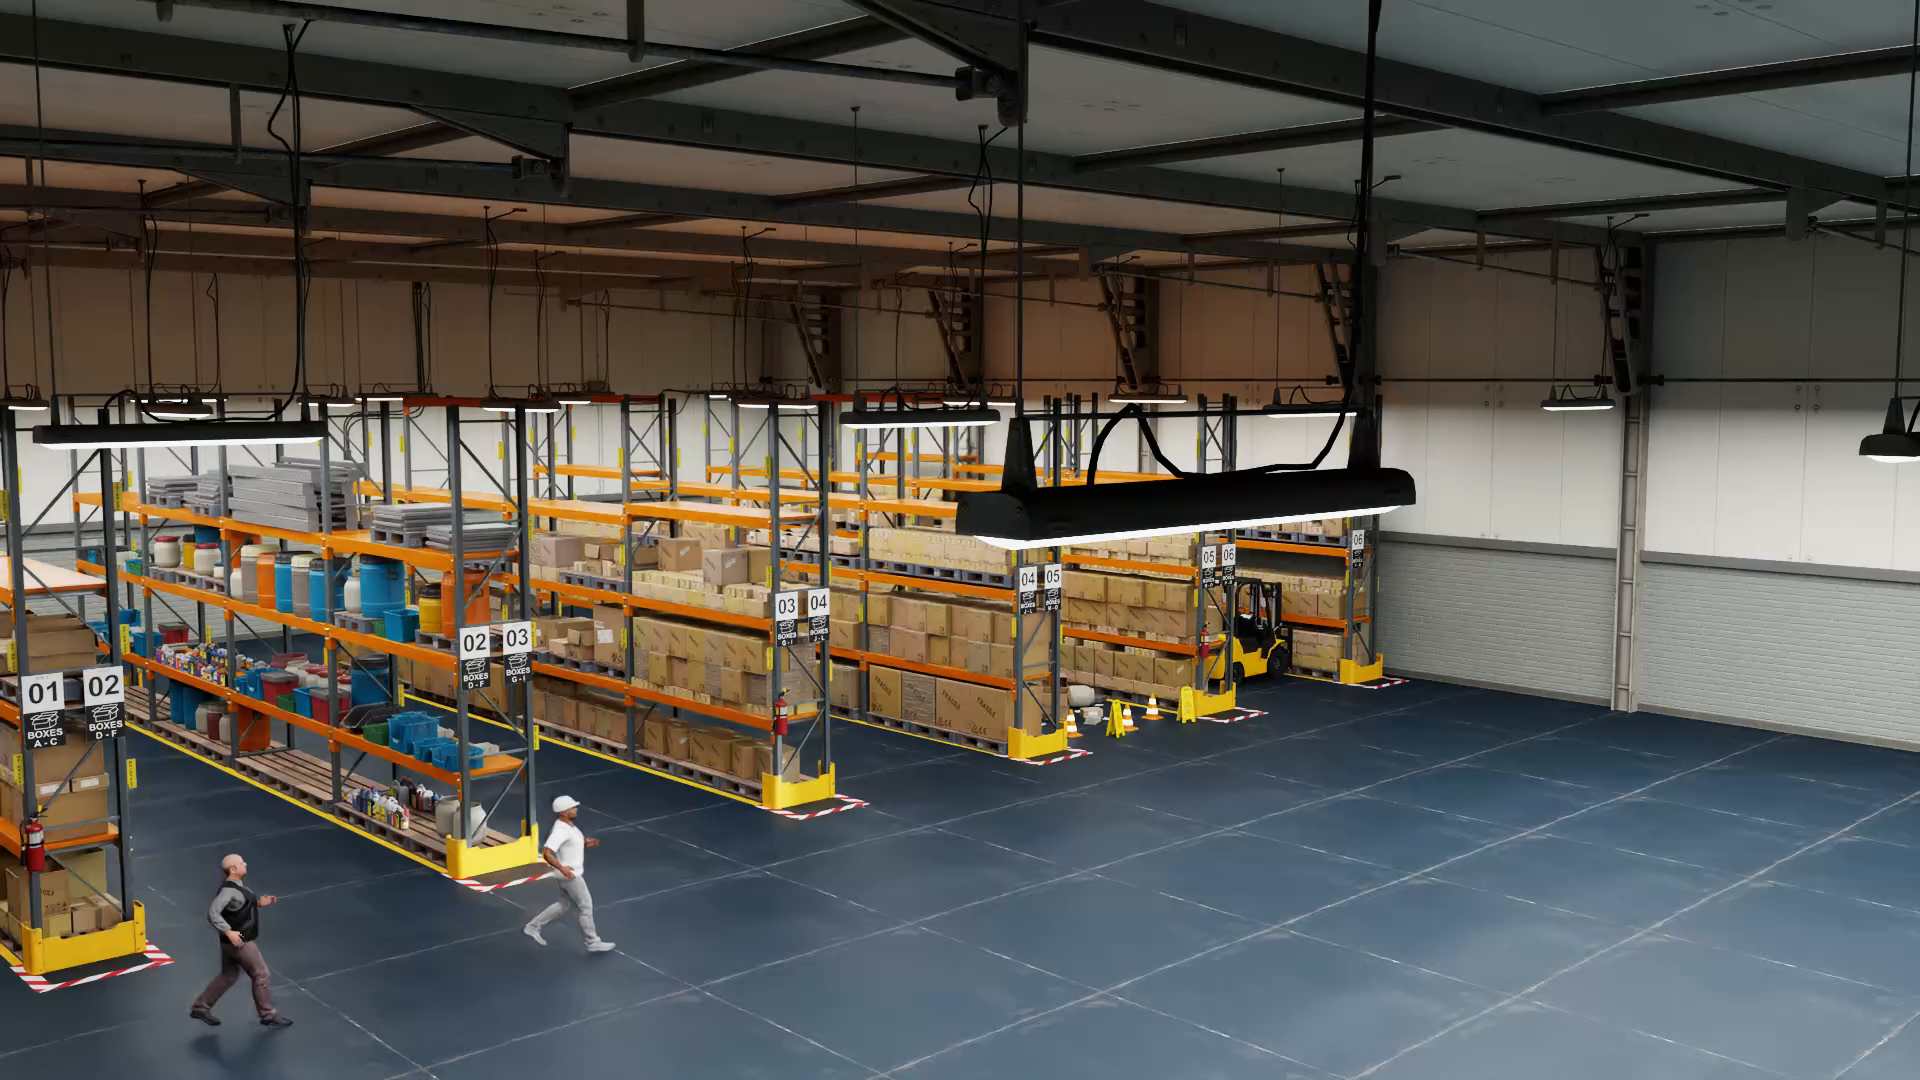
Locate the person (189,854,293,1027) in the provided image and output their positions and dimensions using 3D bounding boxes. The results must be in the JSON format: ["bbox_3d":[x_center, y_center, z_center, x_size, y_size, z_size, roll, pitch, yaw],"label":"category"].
[{"bbox_3d":[-6.990,3.898,16.098,0.914,1.741,0.636,-3,6,-26],"label":"person"}]

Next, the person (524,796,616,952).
[{"bbox_3d":[-4.306,3.667,18.273,0.985,1.745,0.707,-1,6,-15],"label":"person"}]
